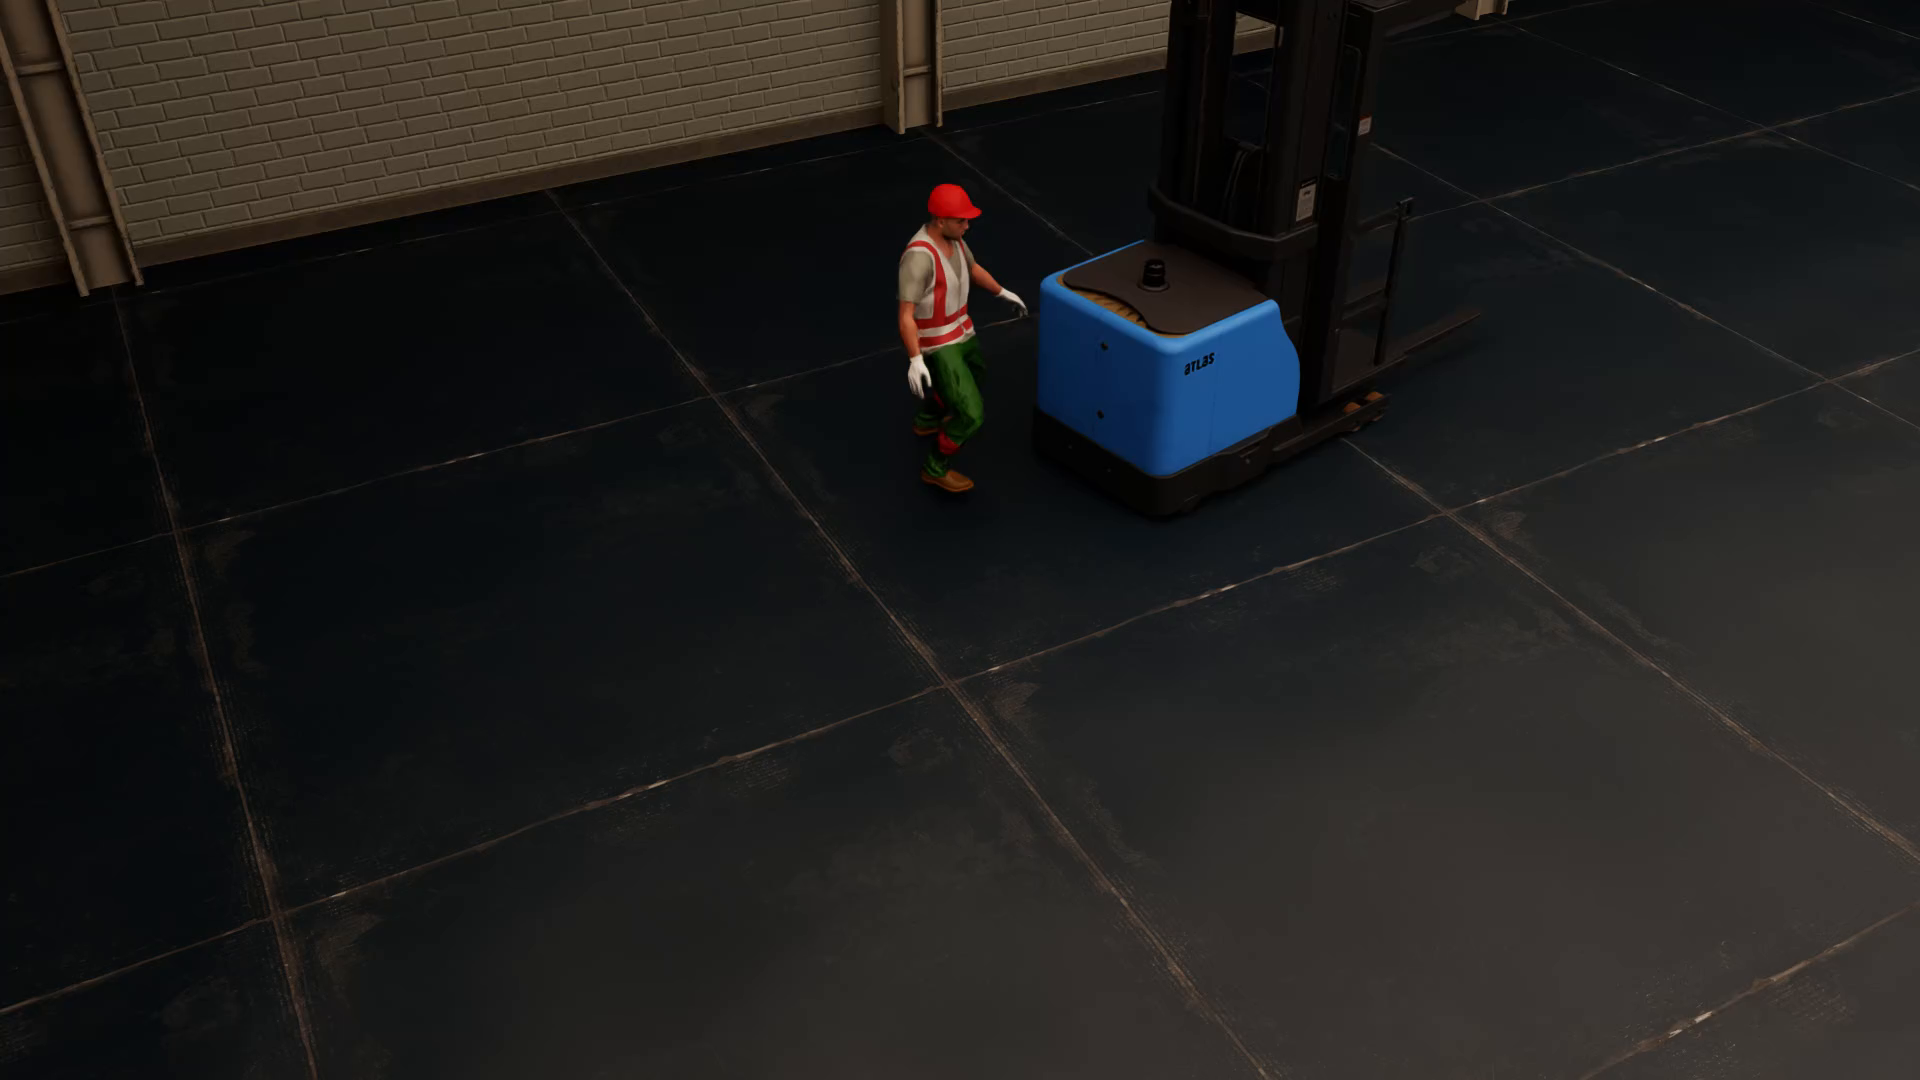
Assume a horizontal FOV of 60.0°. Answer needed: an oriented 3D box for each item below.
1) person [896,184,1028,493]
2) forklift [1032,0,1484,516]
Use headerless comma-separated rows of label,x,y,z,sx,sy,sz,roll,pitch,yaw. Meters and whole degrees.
person,-0.049,-1.097,8.814,0.678,1.650,0.994,15,38,21
forklift,1.863,-2.028,8.991,3.031,2.935,1.130,-25,43,-31
